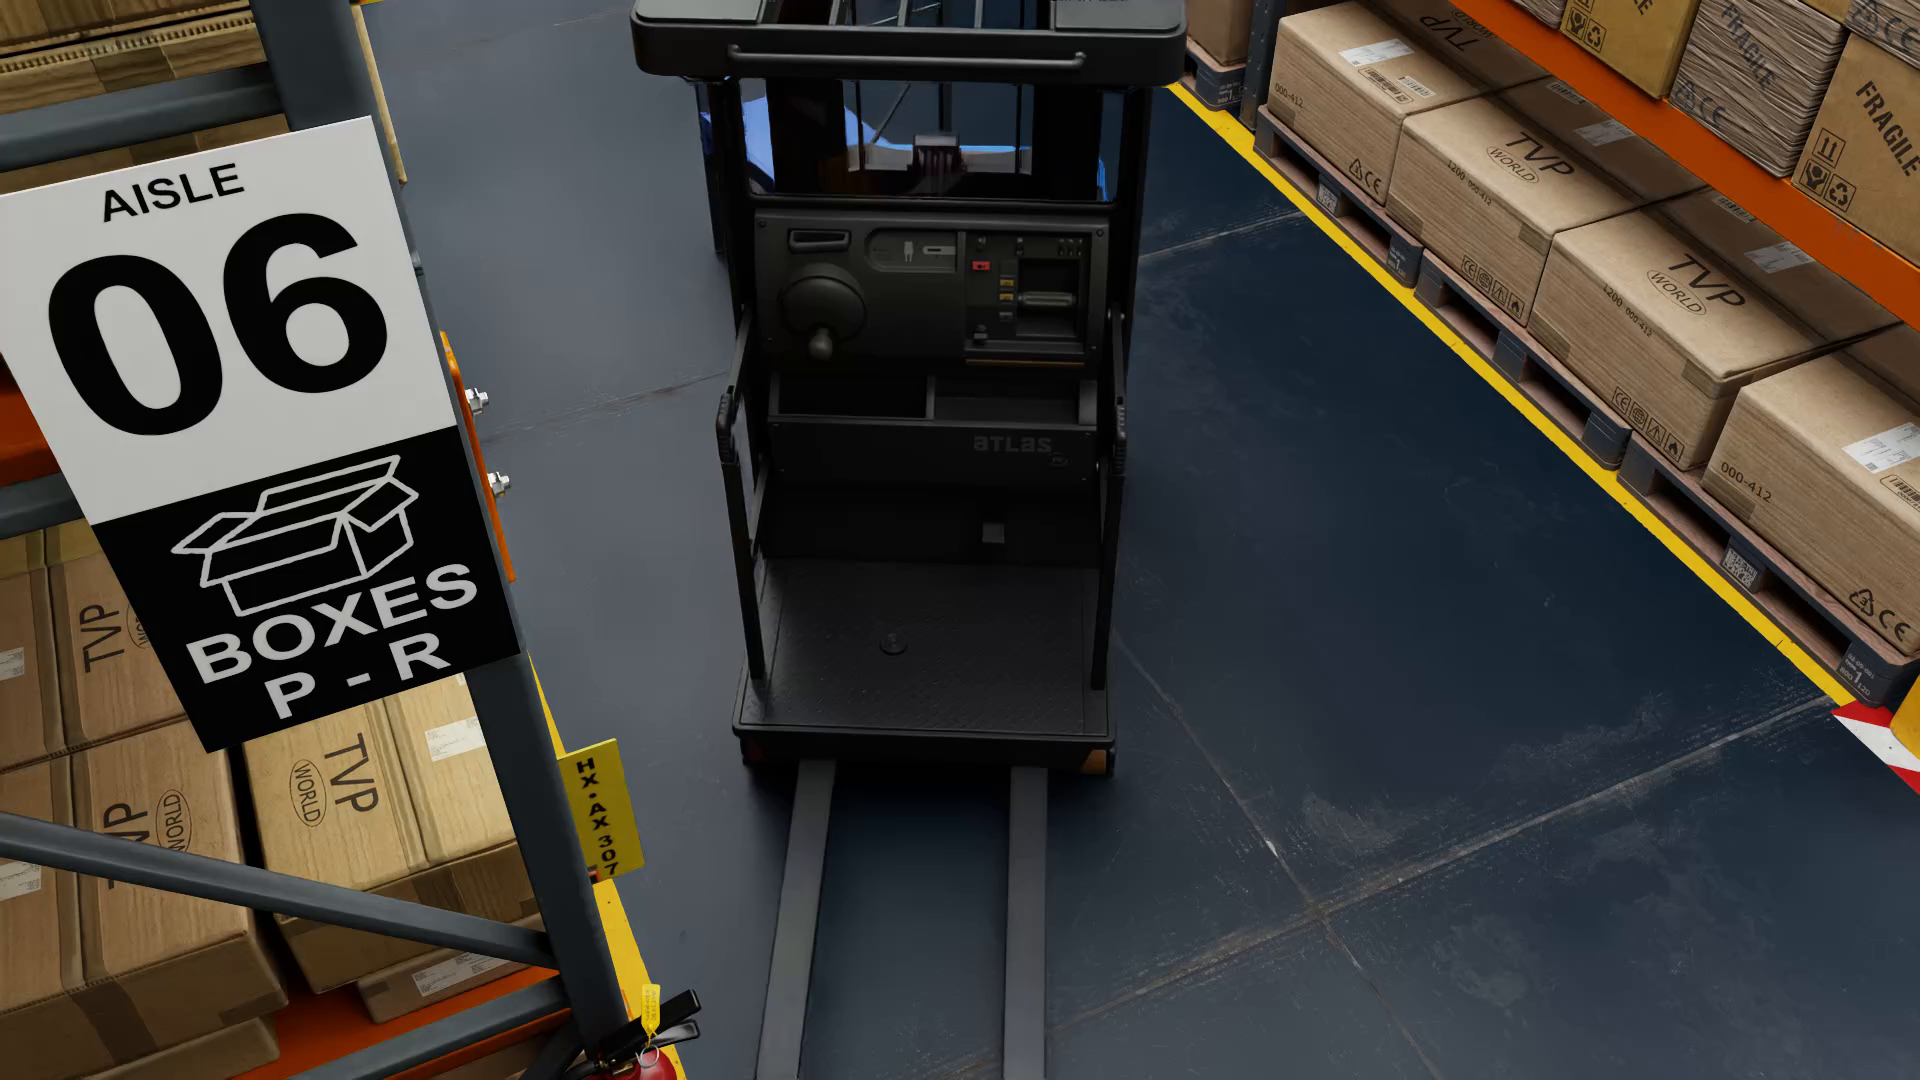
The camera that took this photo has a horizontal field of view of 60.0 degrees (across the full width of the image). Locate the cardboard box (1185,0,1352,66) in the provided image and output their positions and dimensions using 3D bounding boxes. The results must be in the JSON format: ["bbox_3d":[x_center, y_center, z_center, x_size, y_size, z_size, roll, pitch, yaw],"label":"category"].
[{"bbox_3d":[1.439,-2.888,7.755,0.875,0.875,0.875,-17,47,-16],"label":"cardboard box"}]

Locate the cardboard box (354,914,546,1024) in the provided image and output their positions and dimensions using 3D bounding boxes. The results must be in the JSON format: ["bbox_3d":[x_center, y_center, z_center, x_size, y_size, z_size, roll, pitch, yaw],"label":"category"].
[{"bbox_3d":[-0.938,0.693,3.091,0.380,0.149,0.250,-18,48,-18],"label":"cardboard box"}]

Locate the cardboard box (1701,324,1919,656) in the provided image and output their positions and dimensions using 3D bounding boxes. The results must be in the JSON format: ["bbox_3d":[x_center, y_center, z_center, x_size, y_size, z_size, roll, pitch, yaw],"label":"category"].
[{"bbox_3d":[3.085,-0.203,5.345,0.875,0.438,0.875,-20,48,-19],"label":"cardboard box"}]

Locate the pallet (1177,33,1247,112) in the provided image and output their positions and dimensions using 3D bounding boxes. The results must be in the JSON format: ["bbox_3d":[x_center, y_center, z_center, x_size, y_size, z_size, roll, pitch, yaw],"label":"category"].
[{"bbox_3d":[1.379,-2.600,8.235,1.003,0.211,1.213,-18,47,-17],"label":"pallet"}]

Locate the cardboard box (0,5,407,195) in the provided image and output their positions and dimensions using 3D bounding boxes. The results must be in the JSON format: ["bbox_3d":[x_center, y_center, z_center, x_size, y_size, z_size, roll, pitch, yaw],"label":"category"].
[{"bbox_3d":[-0.987,-0.590,1.972,0.500,0.250,0.500,-19,48,-18],"label":"cardboard box"}]

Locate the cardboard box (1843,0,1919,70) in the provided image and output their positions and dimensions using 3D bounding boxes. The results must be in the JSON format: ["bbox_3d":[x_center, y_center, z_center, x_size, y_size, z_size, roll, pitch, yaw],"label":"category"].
[{"bbox_3d":[2.789,-1.527,4.379,0.500,0.500,0.500,-18,47,-17],"label":"cardboard box"}]

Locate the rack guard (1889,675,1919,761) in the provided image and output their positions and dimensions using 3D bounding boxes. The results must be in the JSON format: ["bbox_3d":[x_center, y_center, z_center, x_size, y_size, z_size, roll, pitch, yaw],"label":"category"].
[{"bbox_3d":[3.464,0.331,5.059,1.175,0.500,0.348,-18,47,-17],"label":"rack guard"}]

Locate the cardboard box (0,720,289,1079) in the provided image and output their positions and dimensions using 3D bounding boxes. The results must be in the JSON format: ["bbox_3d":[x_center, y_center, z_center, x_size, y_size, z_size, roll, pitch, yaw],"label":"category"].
[{"bbox_3d":[-1.483,0.626,2.874,0.500,0.250,0.500,-17,47,-16],"label":"cardboard box"}]

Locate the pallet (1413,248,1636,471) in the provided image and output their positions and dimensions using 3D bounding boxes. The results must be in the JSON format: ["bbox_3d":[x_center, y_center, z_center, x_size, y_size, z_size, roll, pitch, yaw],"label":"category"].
[{"bbox_3d":[2.537,-0.845,6.456,1.003,0.211,1.213,-18,47,-17],"label":"pallet"}]

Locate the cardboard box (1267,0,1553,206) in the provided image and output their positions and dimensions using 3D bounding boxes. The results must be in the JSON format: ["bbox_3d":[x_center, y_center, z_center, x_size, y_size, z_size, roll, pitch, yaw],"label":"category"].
[{"bbox_3d":[1.938,-1.929,7.095,0.875,0.438,0.875,-19,48,-18],"label":"cardboard box"}]

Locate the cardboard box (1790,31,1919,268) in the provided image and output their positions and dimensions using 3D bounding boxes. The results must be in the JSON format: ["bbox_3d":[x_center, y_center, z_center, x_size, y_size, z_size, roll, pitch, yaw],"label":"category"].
[{"bbox_3d":[2.813,-1.164,4.722,0.500,0.500,0.500,-19,48,-18],"label":"cardboard box"}]

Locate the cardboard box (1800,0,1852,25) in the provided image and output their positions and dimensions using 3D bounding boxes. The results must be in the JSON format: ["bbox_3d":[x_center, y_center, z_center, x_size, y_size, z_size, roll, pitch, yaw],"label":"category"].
[{"bbox_3d":[2.584,-1.843,4.700,0.500,0.500,0.500,-18,47,-18],"label":"cardboard box"}]

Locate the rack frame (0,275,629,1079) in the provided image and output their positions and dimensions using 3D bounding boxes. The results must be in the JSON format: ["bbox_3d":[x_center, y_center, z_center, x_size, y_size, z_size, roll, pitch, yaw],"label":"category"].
[{"bbox_3d":[-1.048,0.894,2.709,1.000,3.000,0.127,-18,47,-17],"label":"rack frame"}]

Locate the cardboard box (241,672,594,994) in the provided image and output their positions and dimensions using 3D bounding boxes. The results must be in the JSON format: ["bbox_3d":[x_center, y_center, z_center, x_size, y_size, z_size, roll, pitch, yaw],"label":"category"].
[{"bbox_3d":[-0.995,0.473,3.030,0.500,0.250,0.500,-18,47,-17],"label":"cardboard box"}]

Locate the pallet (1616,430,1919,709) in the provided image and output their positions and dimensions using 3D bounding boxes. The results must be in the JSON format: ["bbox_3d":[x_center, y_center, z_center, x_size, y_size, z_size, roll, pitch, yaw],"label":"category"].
[{"bbox_3d":[3.047,-0.068,5.669,1.003,0.211,1.213,-18,47,-17],"label":"pallet"}]

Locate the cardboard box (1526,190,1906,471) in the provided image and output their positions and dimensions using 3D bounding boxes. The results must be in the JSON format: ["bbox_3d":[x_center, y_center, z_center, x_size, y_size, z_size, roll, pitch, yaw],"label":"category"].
[{"bbox_3d":[2.693,-0.784,5.934,0.875,0.438,0.875,-17,47,-16],"label":"cardboard box"}]

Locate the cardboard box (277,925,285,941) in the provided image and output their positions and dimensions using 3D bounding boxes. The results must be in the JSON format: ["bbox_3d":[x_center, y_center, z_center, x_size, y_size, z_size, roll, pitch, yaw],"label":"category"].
[{"bbox_3d":[-1.482,0.671,3.113,0.380,0.149,0.250,-17,47,-16],"label":"cardboard box"}]

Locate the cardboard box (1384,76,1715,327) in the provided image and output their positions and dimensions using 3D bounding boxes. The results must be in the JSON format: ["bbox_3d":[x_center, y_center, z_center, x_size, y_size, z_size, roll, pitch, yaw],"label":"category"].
[{"bbox_3d":[2.315,-1.359,6.517,0.875,0.438,0.875,-19,48,-19],"label":"cardboard box"}]

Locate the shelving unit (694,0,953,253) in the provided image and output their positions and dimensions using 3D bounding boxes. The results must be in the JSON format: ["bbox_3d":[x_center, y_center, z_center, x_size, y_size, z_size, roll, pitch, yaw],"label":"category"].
[{"bbox_3d":[-0.526,-1.552,6.255,0.538,1.500,1.048,-26,50,-24],"label":"shelving unit"}]

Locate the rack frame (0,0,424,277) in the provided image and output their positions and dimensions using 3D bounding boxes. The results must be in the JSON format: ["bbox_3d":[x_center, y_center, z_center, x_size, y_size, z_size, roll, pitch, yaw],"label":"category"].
[{"bbox_3d":[-1.048,-1.242,0.602,1.000,3.000,0.127,-18,47,-17],"label":"rack frame"}]

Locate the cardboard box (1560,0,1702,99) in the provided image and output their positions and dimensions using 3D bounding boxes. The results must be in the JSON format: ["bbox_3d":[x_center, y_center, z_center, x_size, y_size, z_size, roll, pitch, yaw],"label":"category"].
[{"bbox_3d":[2.359,-1.814,5.381,0.500,0.500,0.500,-17,47,-16],"label":"cardboard box"}]

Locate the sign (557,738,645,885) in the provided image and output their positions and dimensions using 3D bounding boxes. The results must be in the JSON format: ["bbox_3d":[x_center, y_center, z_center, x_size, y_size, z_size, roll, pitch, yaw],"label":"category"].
[{"bbox_3d":[-0.556,0.425,2.567,0.100,0.325,0.005,-18,47,-17],"label":"sign"}]

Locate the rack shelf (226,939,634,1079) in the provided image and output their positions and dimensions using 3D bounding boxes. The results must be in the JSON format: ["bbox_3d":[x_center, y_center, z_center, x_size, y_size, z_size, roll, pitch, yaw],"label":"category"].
[{"bbox_3d":[-1.889,-0.125,4.253,1.077,0.370,4.000,-18,47,-17],"label":"rack shelf"}]

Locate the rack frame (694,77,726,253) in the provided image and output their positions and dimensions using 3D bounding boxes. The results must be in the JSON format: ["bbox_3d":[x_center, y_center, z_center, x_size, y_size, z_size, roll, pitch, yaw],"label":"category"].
[{"bbox_3d":[-0.816,-1.845,6.552,0.500,1.500,0.032,-26,50,-24],"label":"rack frame"}]

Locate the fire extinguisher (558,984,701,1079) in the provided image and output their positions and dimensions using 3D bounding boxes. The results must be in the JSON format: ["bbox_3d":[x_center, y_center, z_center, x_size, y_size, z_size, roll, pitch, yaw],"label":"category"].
[{"bbox_3d":[-0.567,1.011,2.910,0.296,0.674,0.183,-18,47,-17],"label":"fire extinguisher"}]

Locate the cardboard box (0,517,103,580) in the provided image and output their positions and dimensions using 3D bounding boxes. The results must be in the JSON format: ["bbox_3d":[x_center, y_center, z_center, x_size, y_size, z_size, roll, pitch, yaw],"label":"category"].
[{"bbox_3d":[-1.902,-0.019,3.529,0.500,0.250,0.500,-17,47,-16],"label":"cardboard box"}]

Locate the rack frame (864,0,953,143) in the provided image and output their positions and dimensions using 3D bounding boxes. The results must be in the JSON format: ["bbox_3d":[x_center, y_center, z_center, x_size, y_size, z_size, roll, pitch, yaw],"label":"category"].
[{"bbox_3d":[-0.237,-1.258,5.957,0.500,1.500,0.032,-26,50,-24],"label":"rack frame"}]

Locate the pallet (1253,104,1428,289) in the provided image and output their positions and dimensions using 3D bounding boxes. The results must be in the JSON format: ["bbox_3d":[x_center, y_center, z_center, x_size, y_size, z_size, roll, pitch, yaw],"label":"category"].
[{"bbox_3d":[2.021,-1.623,7.245,1.003,0.211,1.213,-18,47,-17],"label":"pallet"}]

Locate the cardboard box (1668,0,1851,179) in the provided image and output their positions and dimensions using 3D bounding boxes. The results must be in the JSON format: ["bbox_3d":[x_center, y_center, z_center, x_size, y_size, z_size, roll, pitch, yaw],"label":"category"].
[{"bbox_3d":[2.588,-1.489,5.052,0.500,0.500,0.500,-17,47,-16],"label":"cardboard box"}]

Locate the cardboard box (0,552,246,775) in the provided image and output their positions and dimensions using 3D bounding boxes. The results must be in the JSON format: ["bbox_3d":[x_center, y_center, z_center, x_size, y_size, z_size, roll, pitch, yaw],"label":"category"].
[{"bbox_3d":[-1.698,0.298,3.208,0.500,0.250,0.500,-18,47,-17],"label":"cardboard box"}]

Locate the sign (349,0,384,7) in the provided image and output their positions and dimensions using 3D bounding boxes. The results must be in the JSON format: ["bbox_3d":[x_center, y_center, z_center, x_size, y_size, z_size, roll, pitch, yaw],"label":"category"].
[{"bbox_3d":[-0.556,-0.645,1.511,0.100,0.325,0.005,-18,47,-17],"label":"sign"}]

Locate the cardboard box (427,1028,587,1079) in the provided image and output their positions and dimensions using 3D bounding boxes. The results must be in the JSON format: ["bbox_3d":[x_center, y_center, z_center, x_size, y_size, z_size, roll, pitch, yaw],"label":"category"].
[{"bbox_3d":[-1.219,1.215,3.861,0.797,0.503,0.637,-20,48,-19],"label":"cardboard box"}]

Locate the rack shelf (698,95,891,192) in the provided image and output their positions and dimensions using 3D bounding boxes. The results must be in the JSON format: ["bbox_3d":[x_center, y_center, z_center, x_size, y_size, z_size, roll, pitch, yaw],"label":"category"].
[{"bbox_3d":[-0.526,-1.424,6.381,0.538,0.185,1.000,-26,50,-24],"label":"rack shelf"}]

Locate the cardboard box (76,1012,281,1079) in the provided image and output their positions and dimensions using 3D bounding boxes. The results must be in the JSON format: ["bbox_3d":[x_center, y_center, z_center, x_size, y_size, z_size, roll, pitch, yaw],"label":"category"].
[{"bbox_3d":[-1.431,0.851,2.931,0.380,0.149,0.250,-19,48,-18],"label":"cardboard box"}]

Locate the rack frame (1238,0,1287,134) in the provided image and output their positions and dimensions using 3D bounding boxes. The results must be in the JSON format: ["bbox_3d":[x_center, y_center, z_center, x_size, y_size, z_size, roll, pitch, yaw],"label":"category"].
[{"bbox_3d":[1.772,-3.124,6.780,1.000,3.000,0.127,-18,47,-17],"label":"rack frame"}]

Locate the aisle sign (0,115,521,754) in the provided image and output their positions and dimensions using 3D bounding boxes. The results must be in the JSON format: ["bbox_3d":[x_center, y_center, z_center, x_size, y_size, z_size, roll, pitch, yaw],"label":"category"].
[{"bbox_3d":[-0.753,-0.075,1.839,0.394,0.787,0.004,-18,47,-17],"label":"aisle sign"}]

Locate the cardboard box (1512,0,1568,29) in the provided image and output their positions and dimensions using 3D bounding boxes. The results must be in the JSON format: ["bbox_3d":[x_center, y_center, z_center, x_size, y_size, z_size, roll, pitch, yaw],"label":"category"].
[{"bbox_3d":[2.143,-2.142,5.714,0.500,0.500,0.500,-18,47,-17],"label":"cardboard box"}]

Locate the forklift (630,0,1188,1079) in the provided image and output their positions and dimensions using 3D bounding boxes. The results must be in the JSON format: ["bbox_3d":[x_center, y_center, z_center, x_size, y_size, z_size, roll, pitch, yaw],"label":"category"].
[{"bbox_3d":[-0.084,-0.572,4.243,1.130,2.935,3.031,2,45,2],"label":"forklift"}]

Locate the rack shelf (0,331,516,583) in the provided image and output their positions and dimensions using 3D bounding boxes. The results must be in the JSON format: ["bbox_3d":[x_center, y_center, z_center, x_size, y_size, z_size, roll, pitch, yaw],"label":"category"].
[{"bbox_3d":[-1.889,-1.192,3.199,1.077,0.370,4.000,-18,47,-17],"label":"rack shelf"}]

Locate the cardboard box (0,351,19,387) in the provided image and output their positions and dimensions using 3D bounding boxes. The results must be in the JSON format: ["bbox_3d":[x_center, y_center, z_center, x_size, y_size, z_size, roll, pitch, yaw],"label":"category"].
[{"bbox_3d":[-0.971,-0.356,2.019,0.380,0.149,0.250,-17,47,-17],"label":"cardboard box"}]
